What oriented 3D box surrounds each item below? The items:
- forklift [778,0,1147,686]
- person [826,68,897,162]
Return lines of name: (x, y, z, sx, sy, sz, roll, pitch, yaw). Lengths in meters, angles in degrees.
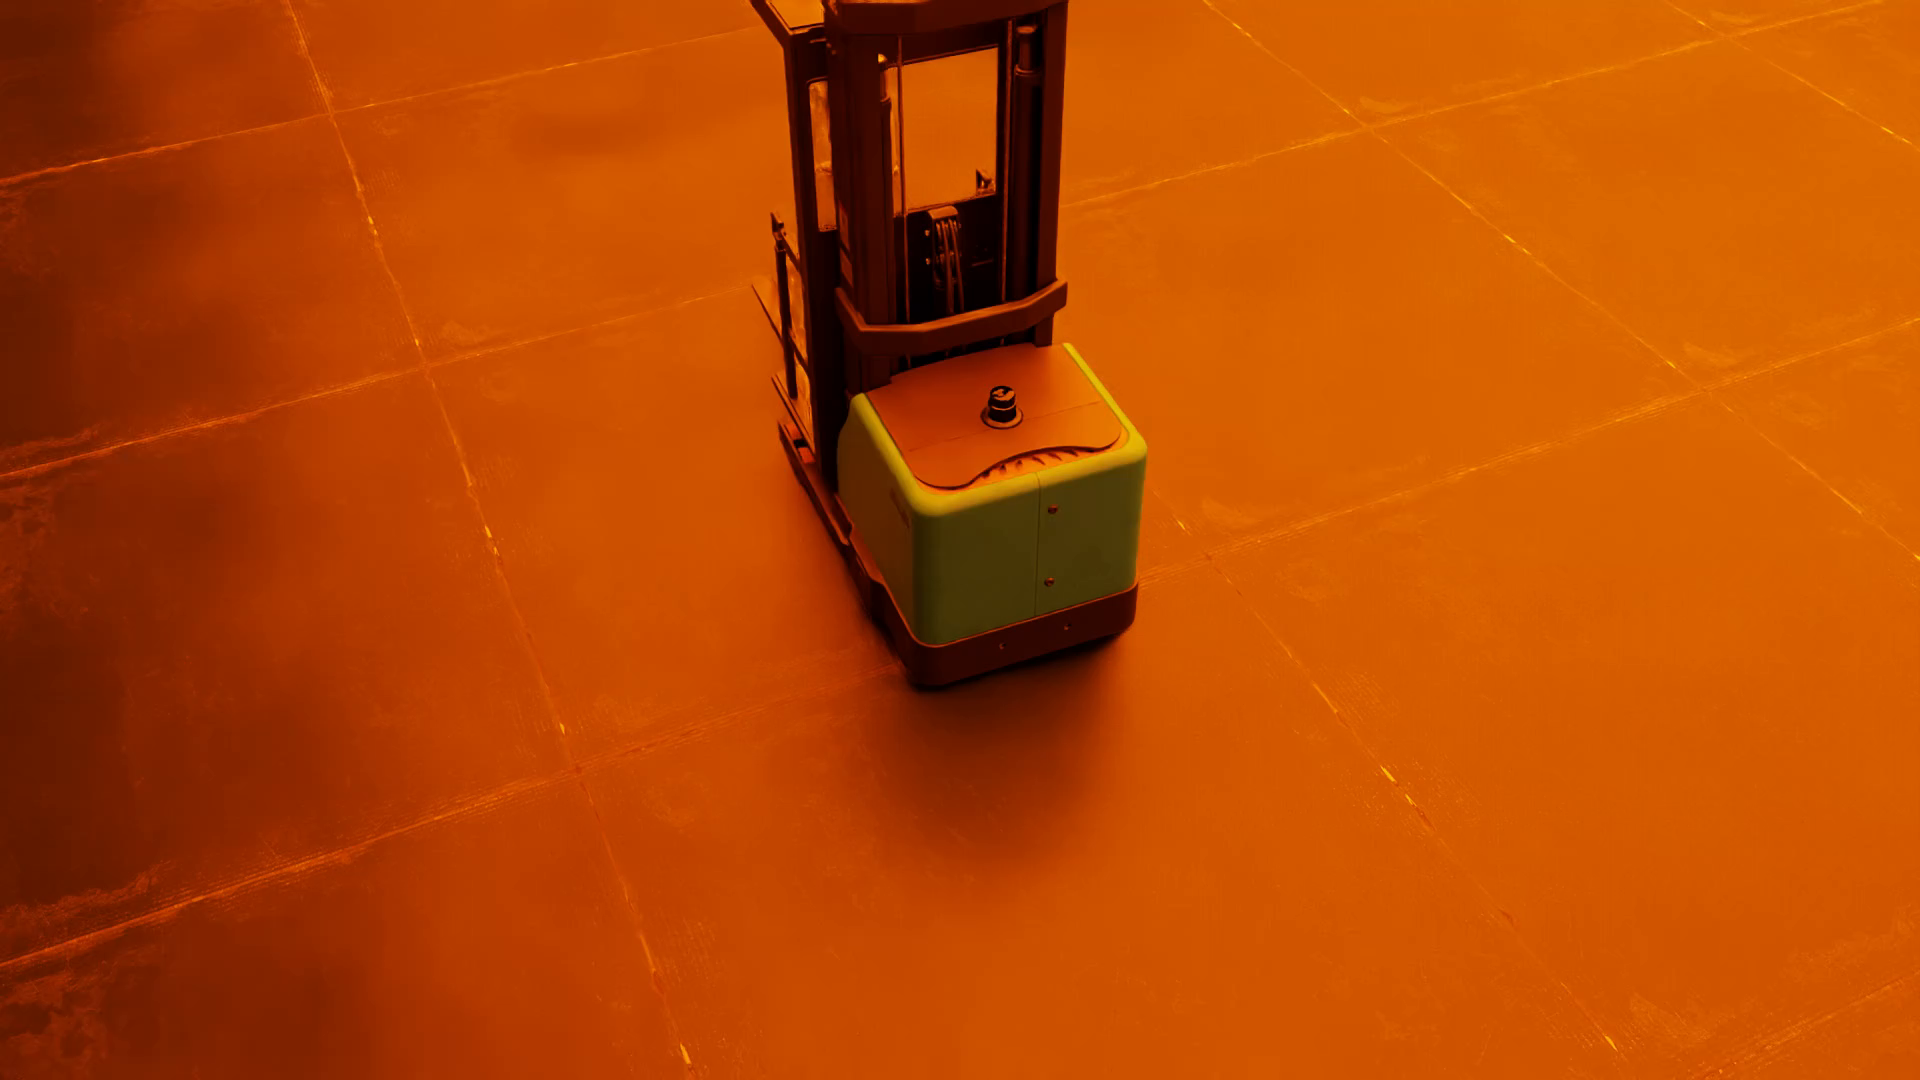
forklift: (-0.252, -1.469, 7.254, 1.130, 2.935, 3.031, -16, 45, -16)
person: (-0.580, -2.874, 9.621, 0.489, 1.617, 0.350, -23, 48, -22)
